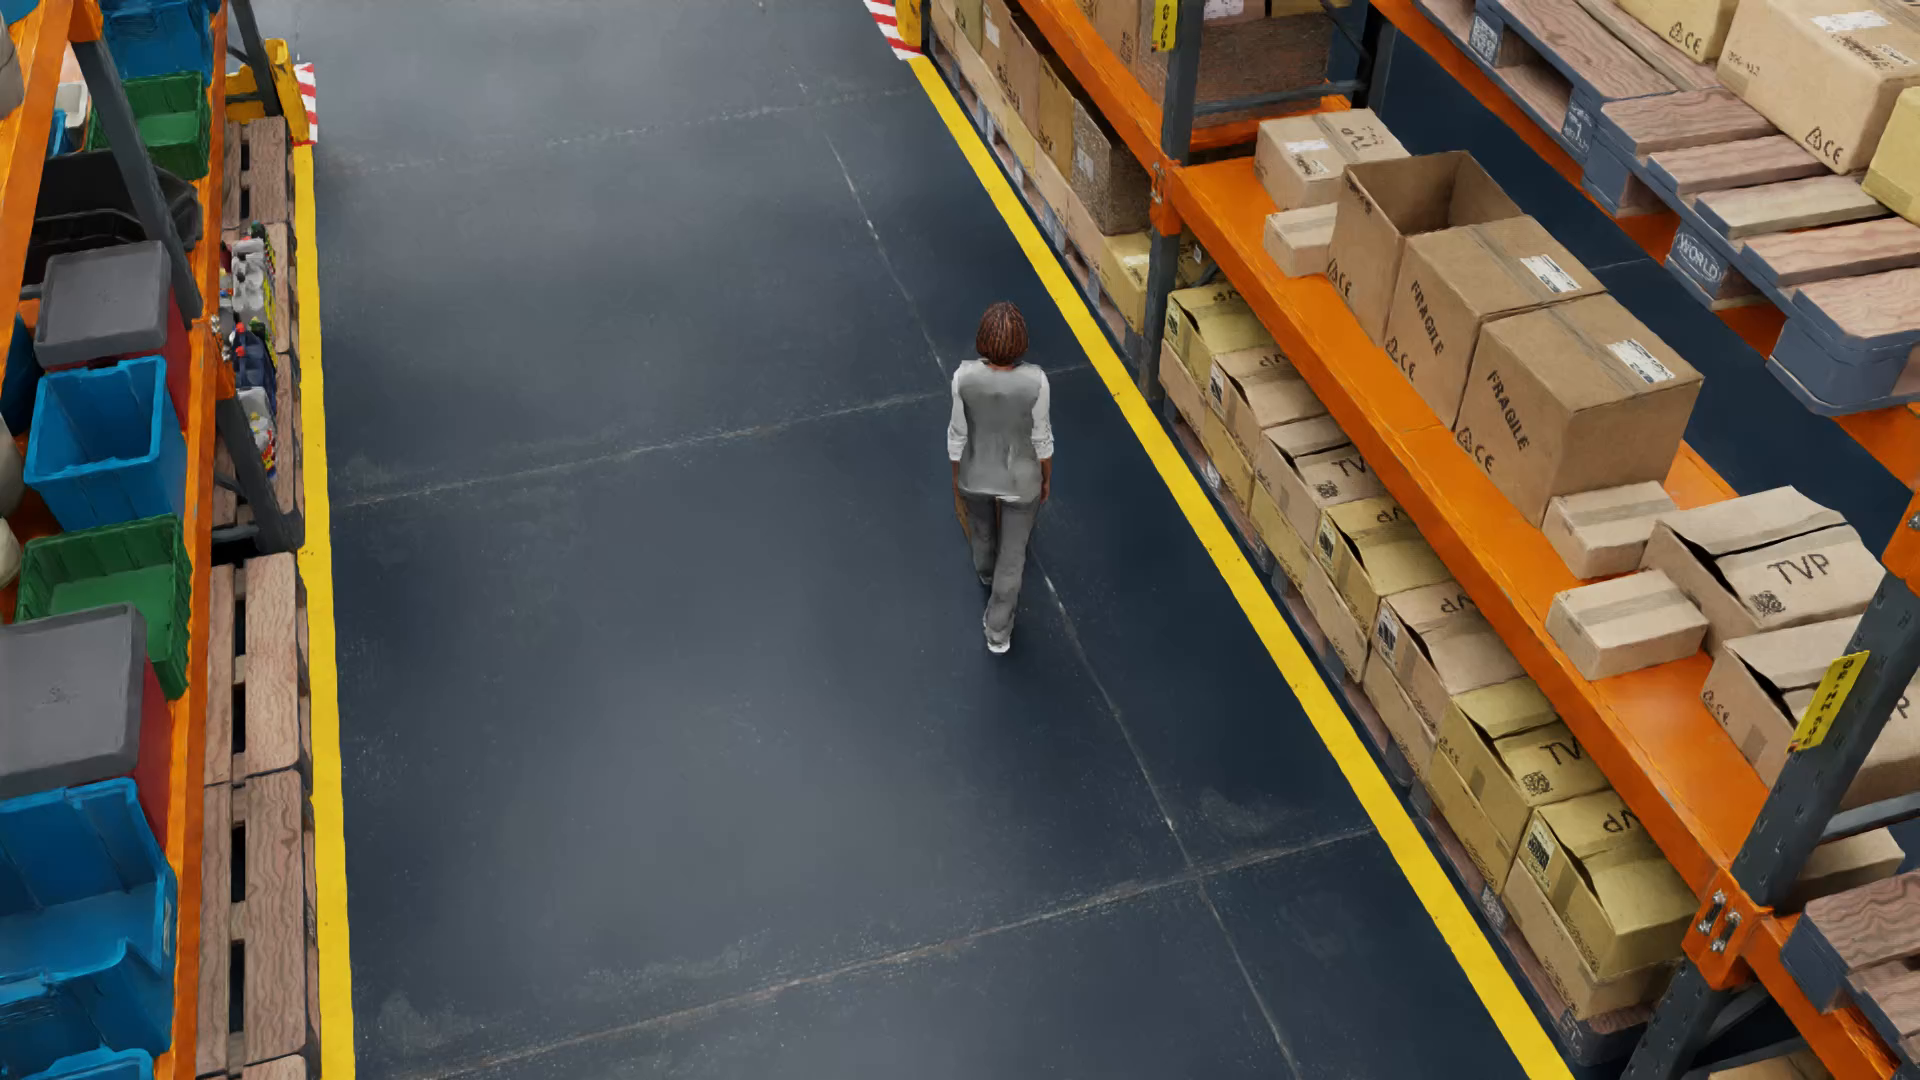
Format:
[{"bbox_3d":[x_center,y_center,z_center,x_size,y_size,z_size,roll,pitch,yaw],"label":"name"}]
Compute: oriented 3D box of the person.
[{"bbox_3d":[0.173,-0.312,6.493,0.402,1.590,0.664,7,43,8],"label":"person"}]
